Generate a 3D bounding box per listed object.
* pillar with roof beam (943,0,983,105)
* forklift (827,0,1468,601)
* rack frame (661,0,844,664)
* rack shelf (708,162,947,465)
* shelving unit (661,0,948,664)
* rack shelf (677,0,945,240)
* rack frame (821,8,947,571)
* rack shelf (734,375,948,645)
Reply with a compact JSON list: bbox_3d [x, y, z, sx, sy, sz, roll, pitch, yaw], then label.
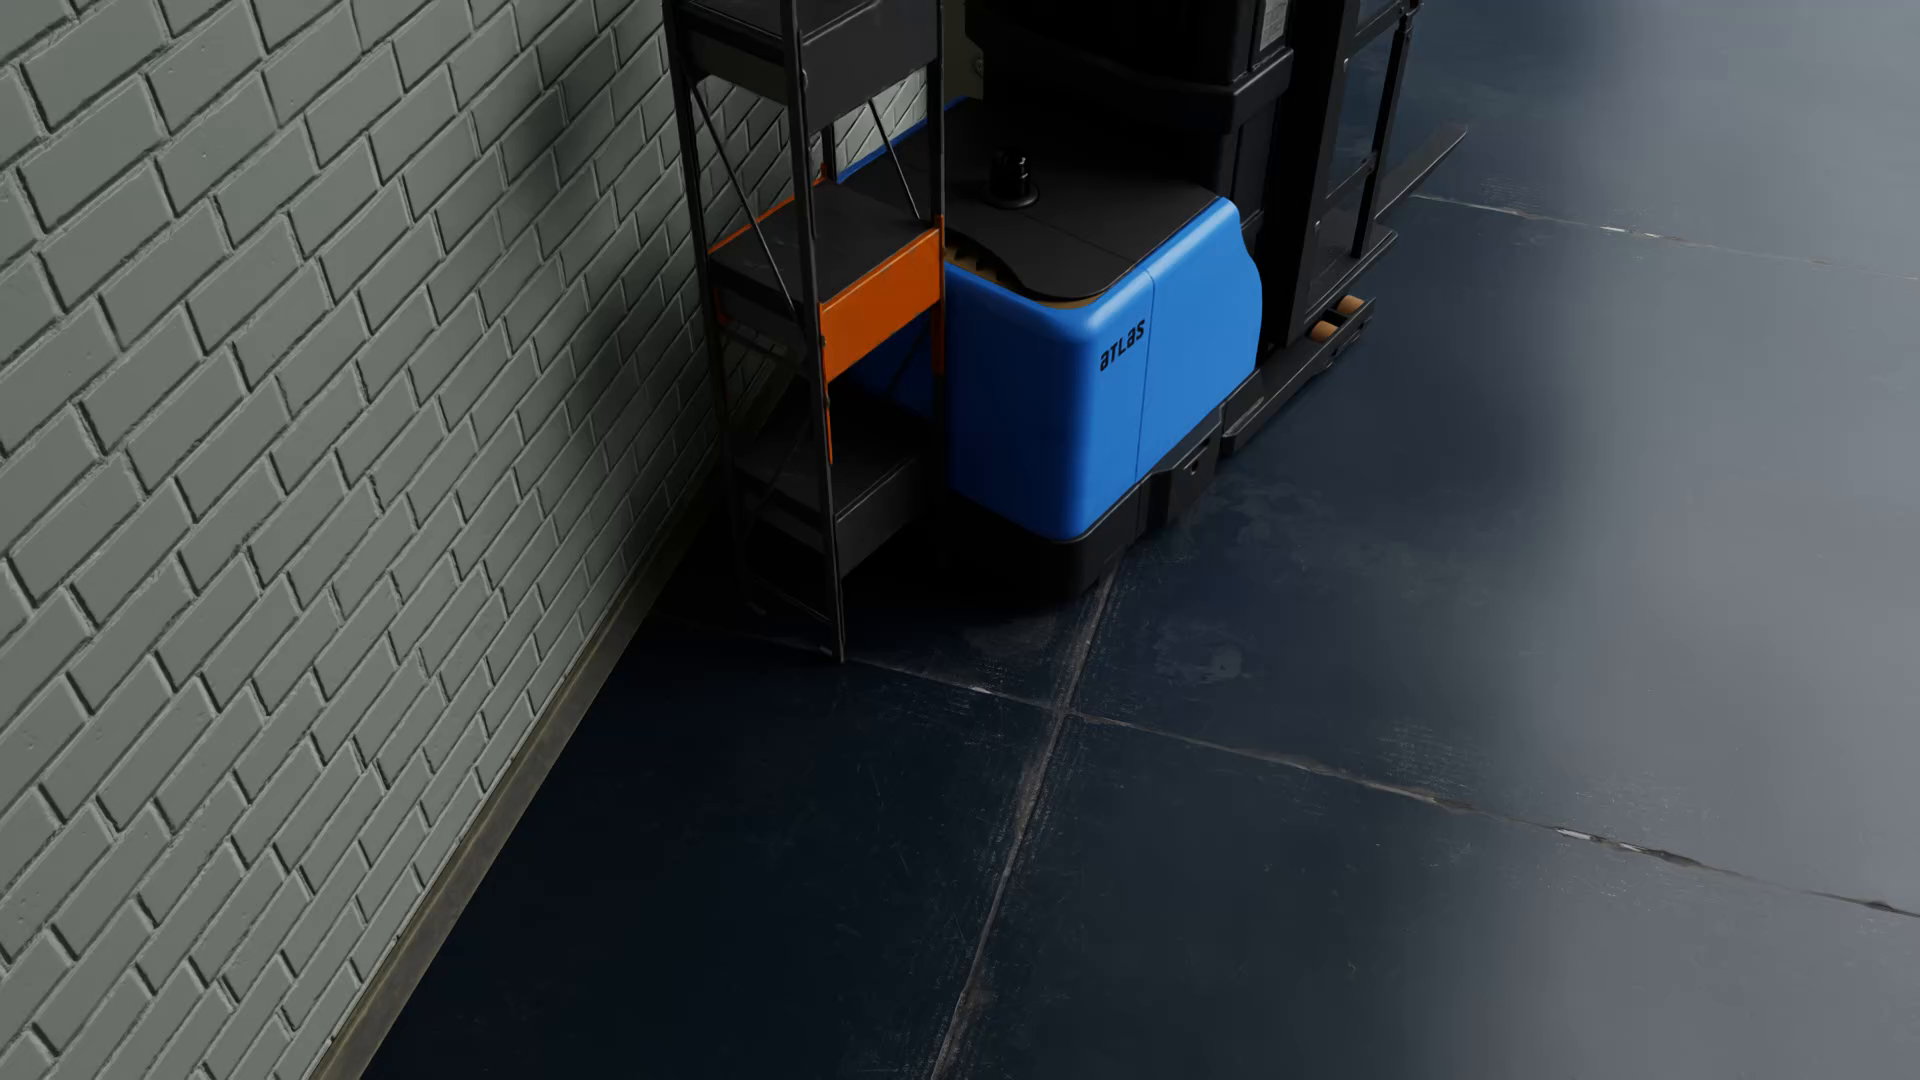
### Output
[{"bbox_3d":[4.182,-4.069,2.974,9.100,9.000,0.400,13,46,13],"label":"pillar with roof beam"},{"bbox_3d":[0.826,-1.843,5.038,1.130,2.935,3.031,29,51,26],"label":"forklift"},{"bbox_3d":[-0.502,-0.475,4.235,0.400,2.100,0.015,29,51,26],"label":"rack frame"},{"bbox_3d":[-0.352,-0.600,4.382,0.431,0.518,0.480,29,51,26],"label":"rack shelf"},{"bbox_3d":[-0.352,-0.610,4.372,0.431,2.100,0.503,29,51,26],"label":"shelving unit"},{"bbox_3d":[-0.352,-1.101,3.892,0.431,0.518,0.480,29,51,26],"label":"rack shelf"},{"bbox_3d":[-0.202,-0.744,4.509,0.400,2.100,0.015,29,51,26],"label":"rack frame"},{"bbox_3d":[-0.352,-0.100,4.871,0.431,0.518,0.480,29,51,26],"label":"rack shelf"}]
